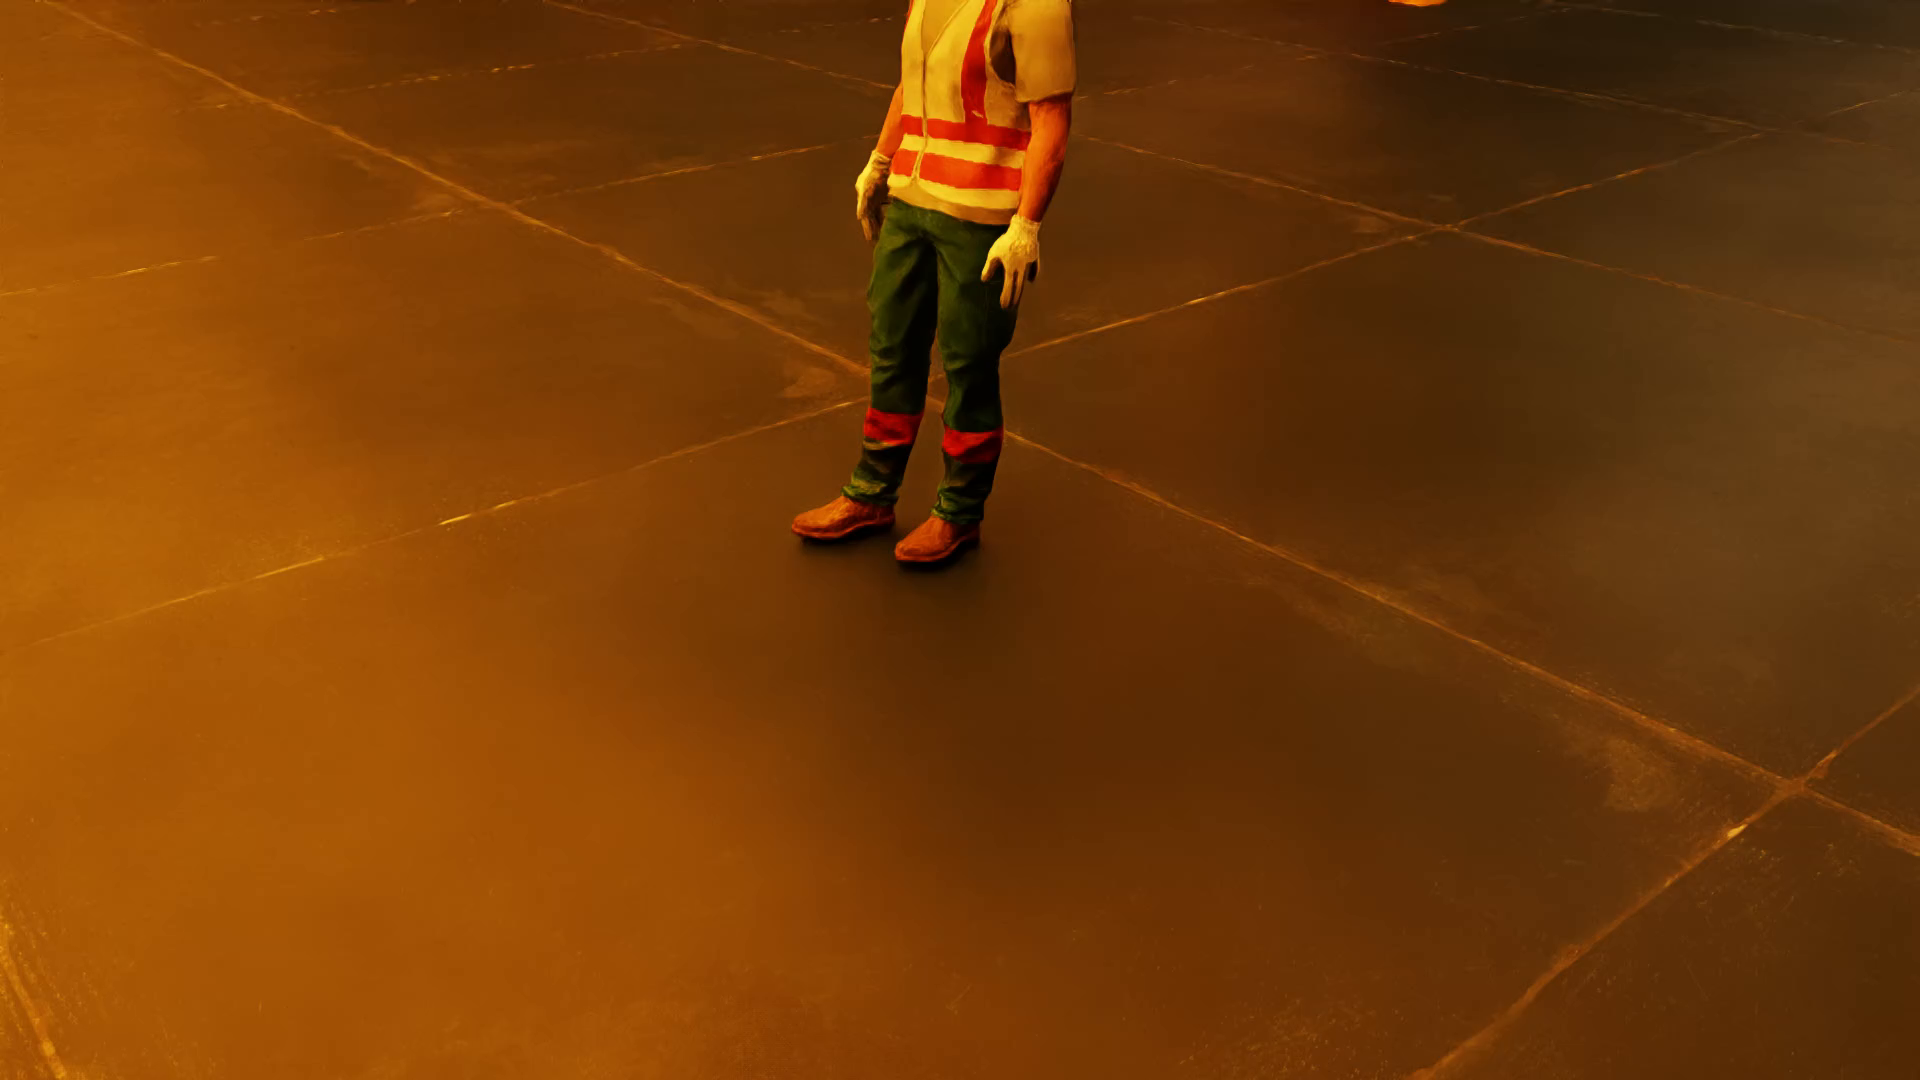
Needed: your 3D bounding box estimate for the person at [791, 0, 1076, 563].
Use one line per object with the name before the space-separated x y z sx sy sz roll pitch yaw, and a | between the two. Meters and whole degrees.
person | -0.069 -0.788 4.062 0.563 1.787 0.637 -20 33 -35
